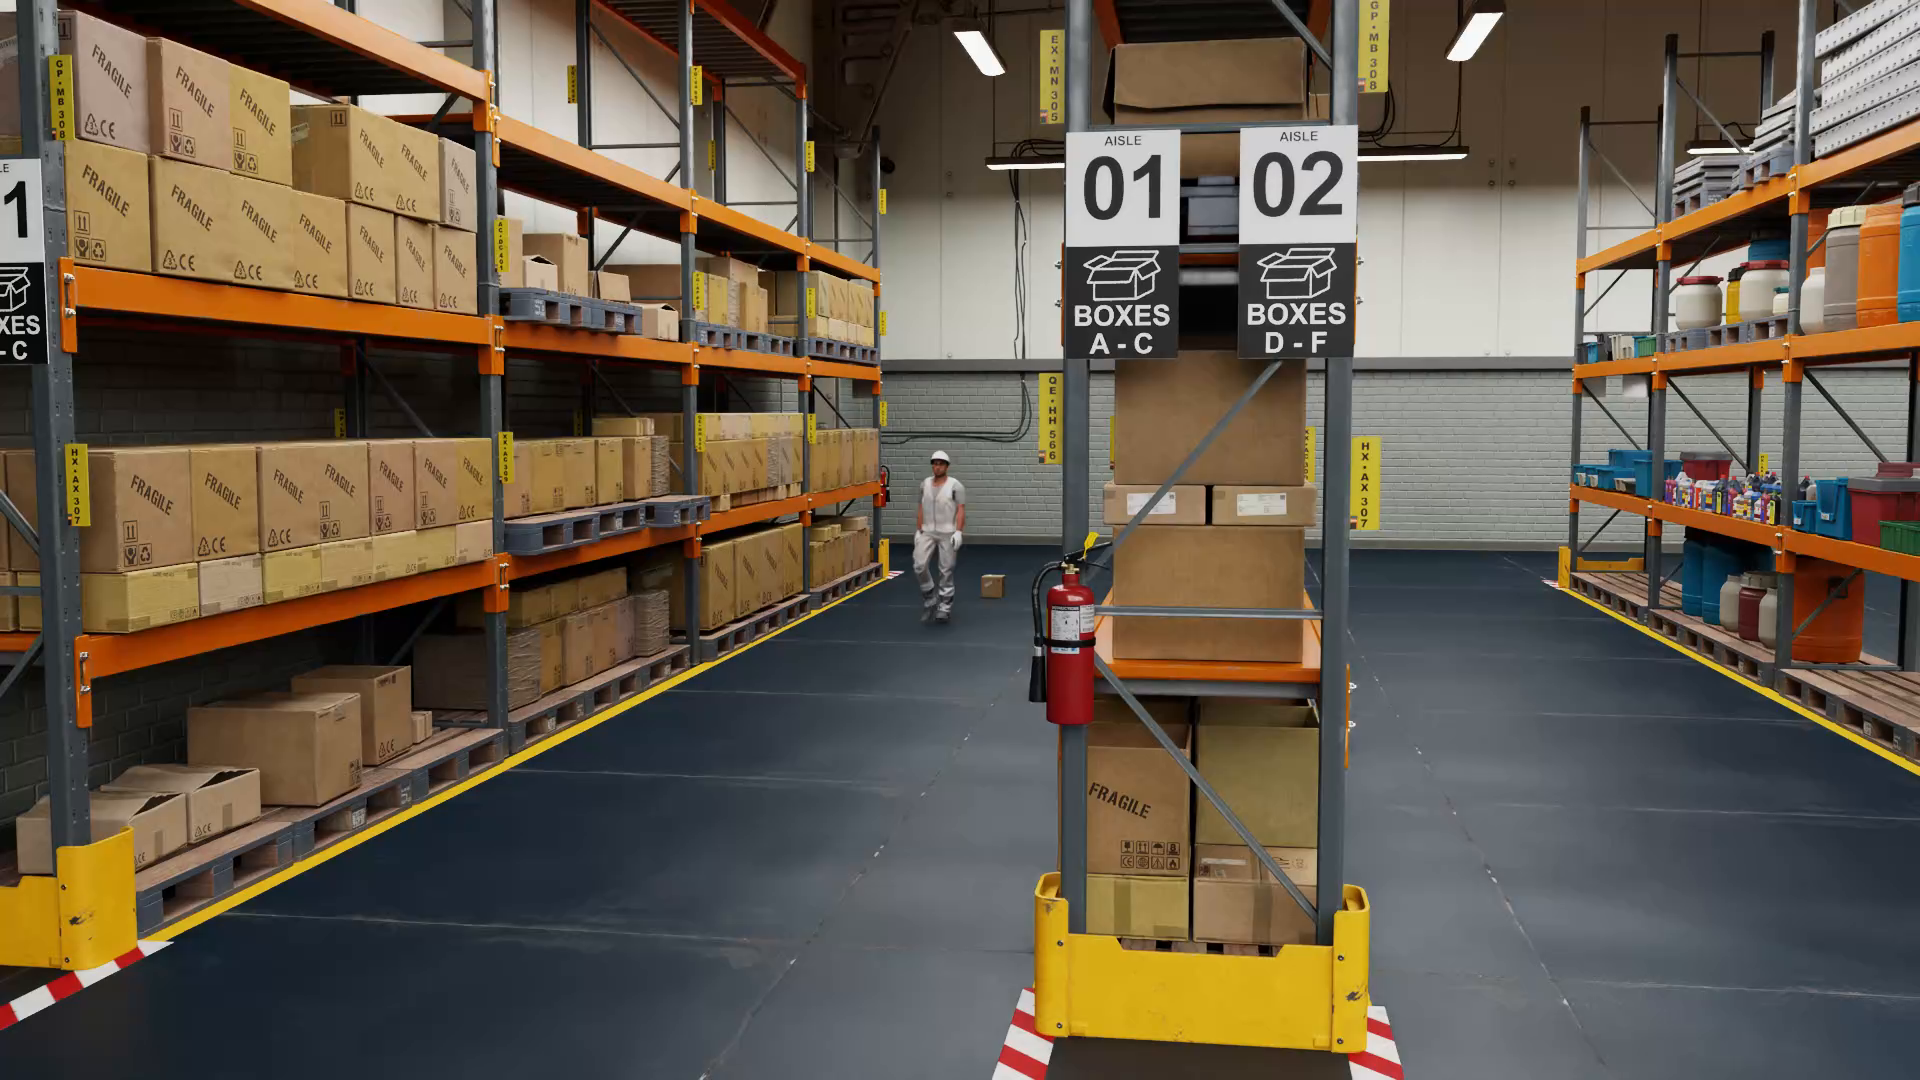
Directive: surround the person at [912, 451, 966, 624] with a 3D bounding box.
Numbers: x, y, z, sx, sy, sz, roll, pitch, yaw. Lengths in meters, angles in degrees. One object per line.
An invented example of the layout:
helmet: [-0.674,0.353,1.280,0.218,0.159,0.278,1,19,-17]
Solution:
person: [-0.238,-0.023,17.460,0.584,1.822,0.472,1,5,17]
